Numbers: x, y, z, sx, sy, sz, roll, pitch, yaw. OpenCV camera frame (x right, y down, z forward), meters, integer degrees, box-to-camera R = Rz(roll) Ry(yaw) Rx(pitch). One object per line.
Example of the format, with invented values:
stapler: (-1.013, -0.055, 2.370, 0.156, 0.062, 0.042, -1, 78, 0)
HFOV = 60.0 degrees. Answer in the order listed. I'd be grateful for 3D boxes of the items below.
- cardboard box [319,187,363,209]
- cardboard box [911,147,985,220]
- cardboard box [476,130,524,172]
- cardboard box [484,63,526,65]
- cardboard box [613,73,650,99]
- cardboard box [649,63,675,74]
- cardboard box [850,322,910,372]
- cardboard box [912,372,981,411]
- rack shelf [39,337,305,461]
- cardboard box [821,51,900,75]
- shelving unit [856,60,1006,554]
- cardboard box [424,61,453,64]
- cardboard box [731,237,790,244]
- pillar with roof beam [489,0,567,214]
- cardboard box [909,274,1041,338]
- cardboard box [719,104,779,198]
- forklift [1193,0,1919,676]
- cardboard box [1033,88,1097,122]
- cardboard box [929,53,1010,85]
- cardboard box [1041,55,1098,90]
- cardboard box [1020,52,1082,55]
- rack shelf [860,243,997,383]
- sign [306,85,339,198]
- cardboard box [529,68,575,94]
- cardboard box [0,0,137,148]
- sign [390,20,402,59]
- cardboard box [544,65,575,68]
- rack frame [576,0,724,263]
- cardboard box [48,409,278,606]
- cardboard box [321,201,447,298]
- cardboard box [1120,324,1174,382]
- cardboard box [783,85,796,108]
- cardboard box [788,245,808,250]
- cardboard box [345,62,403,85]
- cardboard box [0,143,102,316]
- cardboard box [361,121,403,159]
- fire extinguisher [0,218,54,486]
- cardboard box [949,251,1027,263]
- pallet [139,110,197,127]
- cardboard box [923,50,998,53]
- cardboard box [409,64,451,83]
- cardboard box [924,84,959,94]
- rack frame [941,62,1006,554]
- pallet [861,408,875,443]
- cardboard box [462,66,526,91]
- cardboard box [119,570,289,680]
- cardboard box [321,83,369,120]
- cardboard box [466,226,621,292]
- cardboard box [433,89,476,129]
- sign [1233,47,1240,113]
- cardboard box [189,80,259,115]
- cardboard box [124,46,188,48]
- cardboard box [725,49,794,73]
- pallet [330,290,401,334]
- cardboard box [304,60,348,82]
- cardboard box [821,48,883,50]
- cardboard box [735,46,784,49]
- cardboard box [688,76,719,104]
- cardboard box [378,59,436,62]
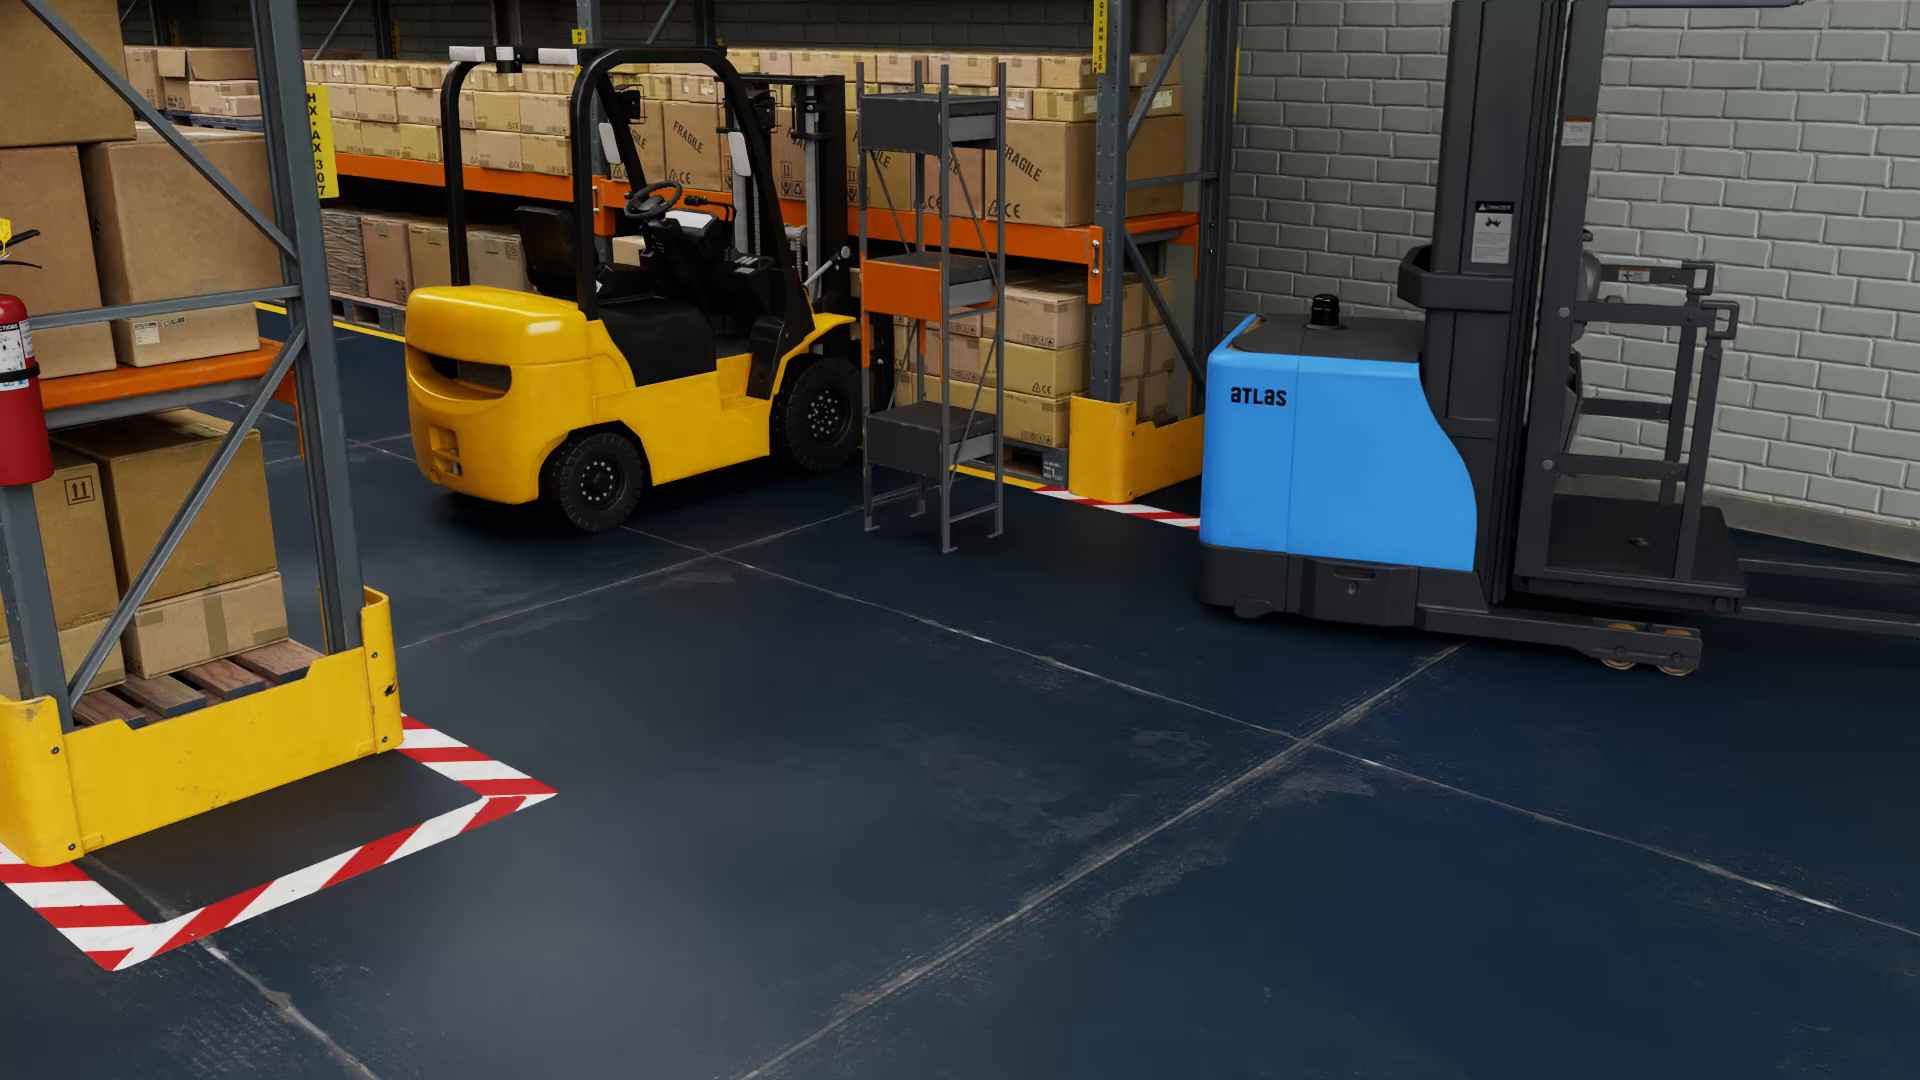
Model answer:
cardboard box: (-5.331, -2.931, 14.254, 0.250, 0.149, 0.380, 16, 24, 41)
cardboard box: (0.093, -1.965, 8.681, 0.500, 0.500, 0.500, 16, 24, 41)
cardboard box: (-2.905, -2.645, 11.237, 0.500, 0.250, 0.500, 15, 23, 39)
cardboard box: (-3.205, -3.368, 12.027, 0.250, 0.149, 0.380, 15, 23, 40)
cardboard box: (-1.911, -2.809, 10.265, 0.250, 0.149, 0.380, 15, 23, 38)
cardboard box: (-1.666, -2.915, 10.107, 0.250, 0.149, 0.380, 15, 23, 40)
cardboard box: (-0.323, -1.129, 9.235, 0.500, 0.250, 0.500, 14, 23, 38)
cardboard box: (0.090, -0.787, 8.983, 0.500, 0.250, 0.500, 15, 23, 39)
rack shelf: (-3.771, -0.707, 6.070, 4.000, 0.370, 1.077, 15, 23, 39)
cardboard box: (-0.542, -2.602, 9.121, 0.250, 0.149, 0.380, 15, 23, 40)
shelving unit: (-0.124, -1.034, 7.399, 0.503, 2.100, 0.431, 15, 23, 39)
cardboard box: (-3.792, -3.519, 12.504, 0.250, 0.149, 0.380, 15, 23, 39)
cardboard box: (-1.089, -1.788, 10.485, 0.500, 0.250, 0.500, 15, 23, 38)
pillar with roof beam: (-6.251, -5.206, 9.139, 0.400, 9.000, 9.100, 15, 23, 39)
cardboard box: (0.080, -1.261, 8.826, 0.500, 0.250, 0.500, 16, 23, 40)
cardboard box: (-1.036, -2.272, 9.648, 0.500, 0.500, 0.500, 15, 23, 39)
forklift: (2.509, -1.084, 6.181, 3.031, 2.935, 1.130, 6, 19, 18)
cardboard box: (0.572, -2.135, 8.143, 0.250, 0.149, 0.380, 15, 23, 40)
cardboard box: (0.053, -2.451, 8.646, 0.250, 0.149, 0.380, 15, 23, 40)
cardboard box: (0.609, -2.295, 8.155, 0.250, 0.149, 0.380, 15, 23, 39)
cardboard box: (0.527, -2.496, 8.790, 0.250, 0.149, 0.380, 16, 23, 40)
rack shelf: (-0.124, -1.021, 7.403, 0.480, 0.518, 0.431, 15, 23, 39)
sign: (-1.915, -1.184, 4.952, 0.005, 0.325, 0.100, 15, 23, 39)
cardboard box: (-2.583, -2.998, 10.862, 0.250, 0.149, 0.380, 15, 23, 38)
cardboard box: (-2.802, -1.368, 4.652, 0.500, 0.500, 0.700, 14, 23, 38)
sign: (-4.601, -4.057, 13.521, 0.005, 0.325, 0.100, 15, 23, 39)
cardboard box: (-2.652, -3.214, 11.542, 0.250, 0.149, 0.380, 15, 23, 39)
rack frame: (-1.975, -2.575, 10.767, 0.127, 3.000, 1.000, 15, 23, 39)
cardboard box: (-2.713, -0.125, 5.657, 0.500, 0.500, 0.500, 14, 22, 37)
cardboard box: (-4.509, -2.318, 13.189, 0.625, 0.625, 0.875, 16, 24, 41)
cardboard box: (0.803, -1.041, 8.959, 0.500, 0.250, 0.500, 16, 23, 40)
cardboard box: (-0.768, -2.494, 9.273, 0.250, 0.149, 0.380, 14, 23, 38)
cardboard box: (-1.066, -1.571, 9.802, 0.500, 0.250, 0.500, 16, 24, 41)
cardboard box: (-4.310, -3.456, 12.305, 0.250, 0.149, 0.380, 15, 23, 40)
cardboard box: (-2.864, -0.884, 4.783, 0.500, 0.500, 0.500, 15, 23, 38)
cardboard box: (-4.034, -2.959, 12.223, 0.500, 0.250, 0.500, 14, 22, 38)
fire extinguisher: (-2.495, -0.484, 4.307, 0.183, 0.674, 0.296, 15, 23, 39)
cardboard box: (0.040, -1.480, 9.515, 0.500, 0.250, 0.500, 15, 23, 39)
pallet: (-6.424, -3.676, 14.554, 1.213, 0.211, 1.003, 15, 23, 39)
cardboard box: (0.007, -2.672, 9.342, 0.250, 0.149, 0.380, 14, 23, 38)
cardboard box: (-3.693, -3.317, 11.869, 0.250, 0.149, 0.380, 15, 23, 39)
cardboard box: (0.029, -2.298, 8.656, 0.250, 0.149, 0.380, 15, 23, 39)
rack frame: (0.059, -0.985, 7.244, 0.015, 2.100, 0.400, 15, 23, 39)
pallet: (-0.491, -0.832, 9.885, 1.213, 0.211, 1.003, 15, 23, 39)
cardboard box: (-3.170, -3.149, 11.337, 0.250, 0.149, 0.380, 14, 23, 38)
cardboard box: (-2.695, 0.238, 5.756, 0.500, 0.250, 0.500, 15, 23, 39)
cardboard box: (-4.423, -3.300, 12.473, 0.500, 0.250, 0.500, 16, 24, 41)
cardboard box: (-2.948, -1.903, 11.882, 0.625, 0.625, 0.875, 15, 23, 39)
cardboard box: (-3.280, -2.988, 11.491, 0.500, 0.250, 0.500, 16, 23, 40)
sign: (1.390, -2.347, 8.486, 0.005, 0.325, 0.100, 15, 23, 39)
cardboard box: (-5.971, -3.646, 13.694, 0.500, 0.250, 0.500, 14, 22, 37)
cardboard box: (-7.358, -4.178, 14.957, 0.500, 0.500, 0.700, 15, 23, 40)
cardboard box: (-1.145, -2.741, 9.559, 0.250, 0.149, 0.380, 15, 23, 38)
pallet: (-4.377, -1.875, 13.171, 1.213, 0.211, 1.003, 15, 23, 39)
cardboard box: (-4.924, -3.605, 12.773, 0.250, 0.149, 0.380, 16, 24, 41)
cardboard box: (-0.599, -2.814, 9.789, 0.250, 0.149, 0.380, 15, 23, 39)
cardboard box: (-1.169, -2.968, 10.276, 0.250, 0.149, 0.380, 15, 23, 39)
cardboard box: (-1.368, -2.645, 9.748, 0.250, 0.149, 0.380, 16, 23, 40)
cardboard box: (-4.319, -3.688, 13.037, 0.250, 0.149, 0.380, 16, 23, 41)
